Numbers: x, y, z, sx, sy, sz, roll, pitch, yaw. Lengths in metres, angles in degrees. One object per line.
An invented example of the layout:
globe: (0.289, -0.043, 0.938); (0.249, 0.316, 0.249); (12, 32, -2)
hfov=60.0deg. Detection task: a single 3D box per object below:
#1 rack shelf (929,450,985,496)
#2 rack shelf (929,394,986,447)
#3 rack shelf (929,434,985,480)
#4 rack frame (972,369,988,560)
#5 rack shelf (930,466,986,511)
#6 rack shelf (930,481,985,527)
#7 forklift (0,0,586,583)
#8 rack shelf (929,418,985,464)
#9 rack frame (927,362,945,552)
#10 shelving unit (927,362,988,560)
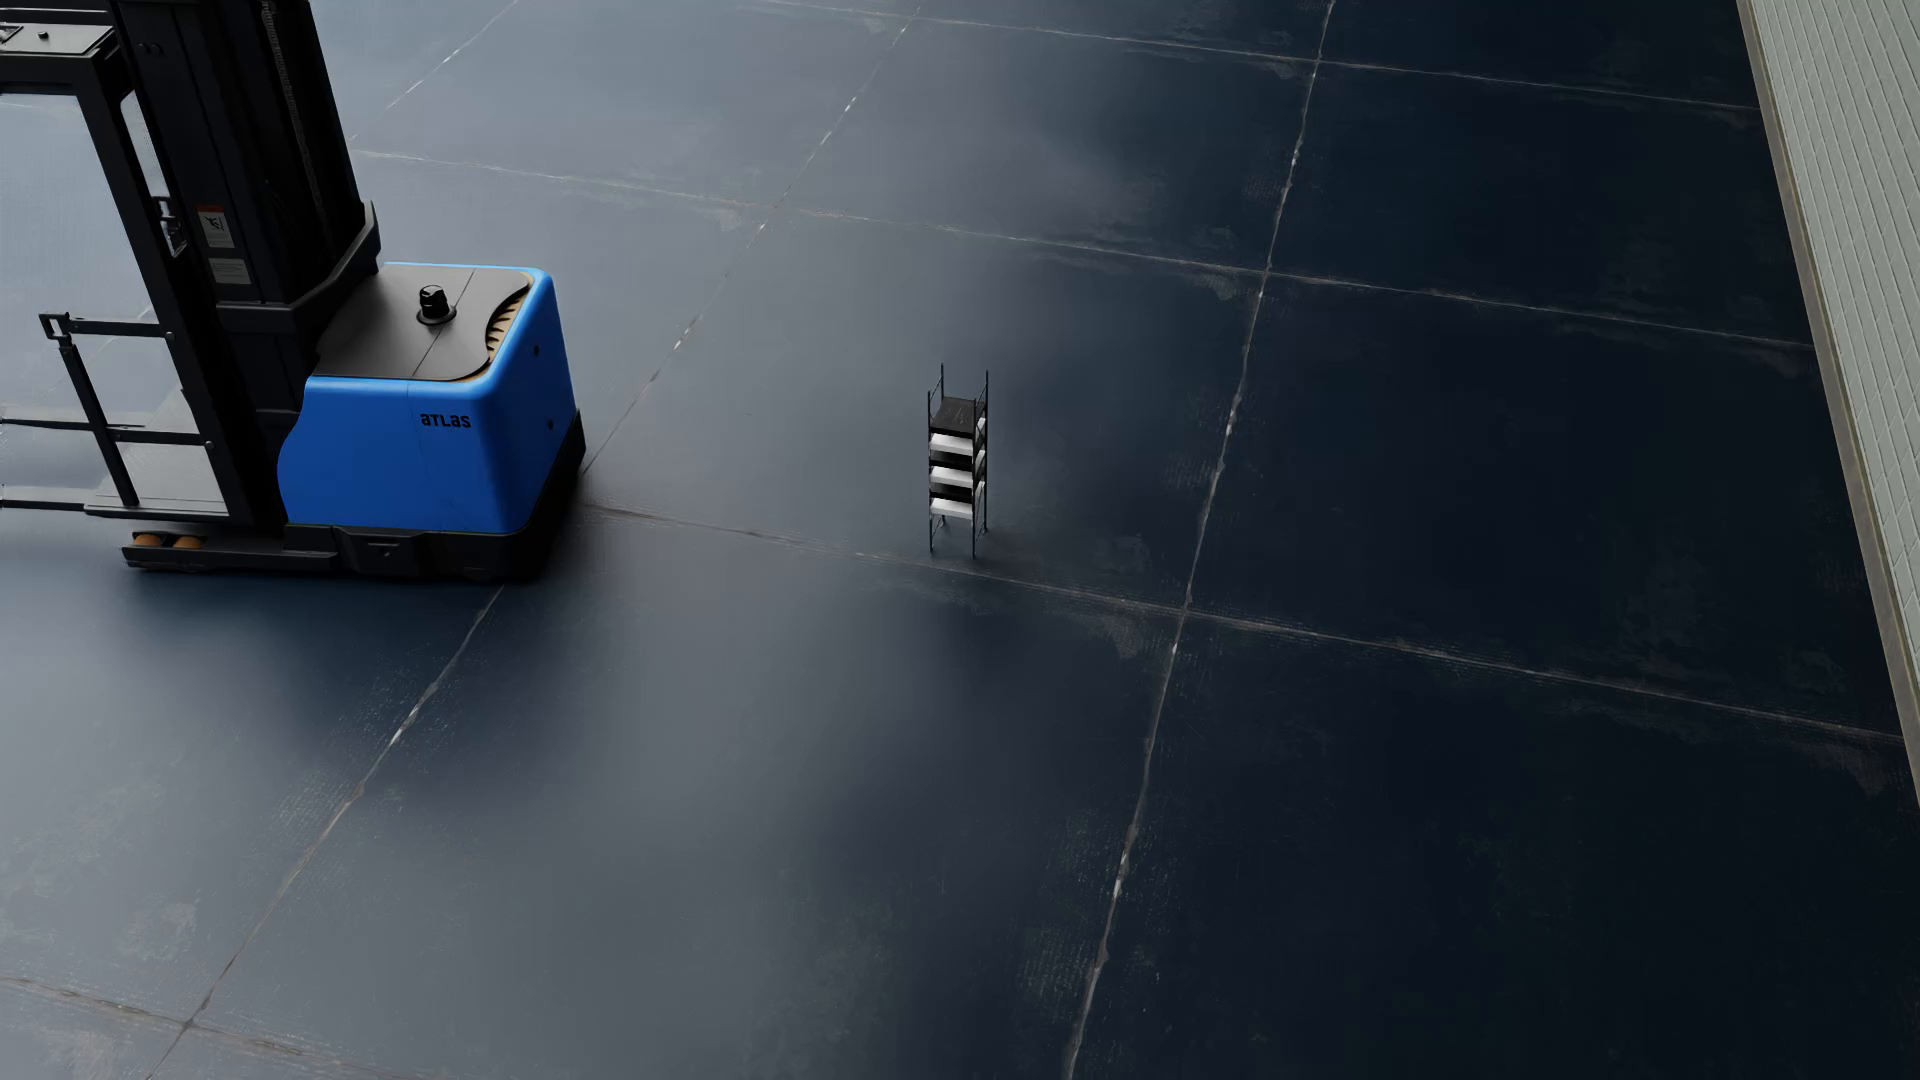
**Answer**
rack shelf: (-0.008, -0.320, 7.508); (0.200, 0.077, 0.258); (10, 41, 11)
rack shelf: (-0.008, -0.527, 7.335); (0.200, 0.077, 0.258); (10, 41, 11)
rack shelf: (-0.008, -0.389, 7.450); (0.200, 0.077, 0.258); (10, 41, 11)
rack frame: (0.090, -0.329, 7.467); (0.006, 0.900, 0.240); (10, 41, 11)
rack shelf: (-0.008, -0.252, 7.566); (0.200, 0.077, 0.258); (10, 41, 11)
rack shelf: (-0.008, -0.183, 7.624); (0.200, 0.077, 0.258); (10, 41, 11)
forklift: (-3.385, -1.310, 7.055); (3.031, 2.935, 1.130); (3, 40, 3)
rack shelf: (-0.008, -0.458, 7.392); (0.200, 0.077, 0.258); (10, 41, 11)
rack frame: (-0.106, -0.363, 7.507); (0.006, 0.900, 0.240); (10, 41, 11)
shelving unit: (-0.008, -0.346, 7.487); (0.210, 0.900, 0.258); (10, 41, 11)
